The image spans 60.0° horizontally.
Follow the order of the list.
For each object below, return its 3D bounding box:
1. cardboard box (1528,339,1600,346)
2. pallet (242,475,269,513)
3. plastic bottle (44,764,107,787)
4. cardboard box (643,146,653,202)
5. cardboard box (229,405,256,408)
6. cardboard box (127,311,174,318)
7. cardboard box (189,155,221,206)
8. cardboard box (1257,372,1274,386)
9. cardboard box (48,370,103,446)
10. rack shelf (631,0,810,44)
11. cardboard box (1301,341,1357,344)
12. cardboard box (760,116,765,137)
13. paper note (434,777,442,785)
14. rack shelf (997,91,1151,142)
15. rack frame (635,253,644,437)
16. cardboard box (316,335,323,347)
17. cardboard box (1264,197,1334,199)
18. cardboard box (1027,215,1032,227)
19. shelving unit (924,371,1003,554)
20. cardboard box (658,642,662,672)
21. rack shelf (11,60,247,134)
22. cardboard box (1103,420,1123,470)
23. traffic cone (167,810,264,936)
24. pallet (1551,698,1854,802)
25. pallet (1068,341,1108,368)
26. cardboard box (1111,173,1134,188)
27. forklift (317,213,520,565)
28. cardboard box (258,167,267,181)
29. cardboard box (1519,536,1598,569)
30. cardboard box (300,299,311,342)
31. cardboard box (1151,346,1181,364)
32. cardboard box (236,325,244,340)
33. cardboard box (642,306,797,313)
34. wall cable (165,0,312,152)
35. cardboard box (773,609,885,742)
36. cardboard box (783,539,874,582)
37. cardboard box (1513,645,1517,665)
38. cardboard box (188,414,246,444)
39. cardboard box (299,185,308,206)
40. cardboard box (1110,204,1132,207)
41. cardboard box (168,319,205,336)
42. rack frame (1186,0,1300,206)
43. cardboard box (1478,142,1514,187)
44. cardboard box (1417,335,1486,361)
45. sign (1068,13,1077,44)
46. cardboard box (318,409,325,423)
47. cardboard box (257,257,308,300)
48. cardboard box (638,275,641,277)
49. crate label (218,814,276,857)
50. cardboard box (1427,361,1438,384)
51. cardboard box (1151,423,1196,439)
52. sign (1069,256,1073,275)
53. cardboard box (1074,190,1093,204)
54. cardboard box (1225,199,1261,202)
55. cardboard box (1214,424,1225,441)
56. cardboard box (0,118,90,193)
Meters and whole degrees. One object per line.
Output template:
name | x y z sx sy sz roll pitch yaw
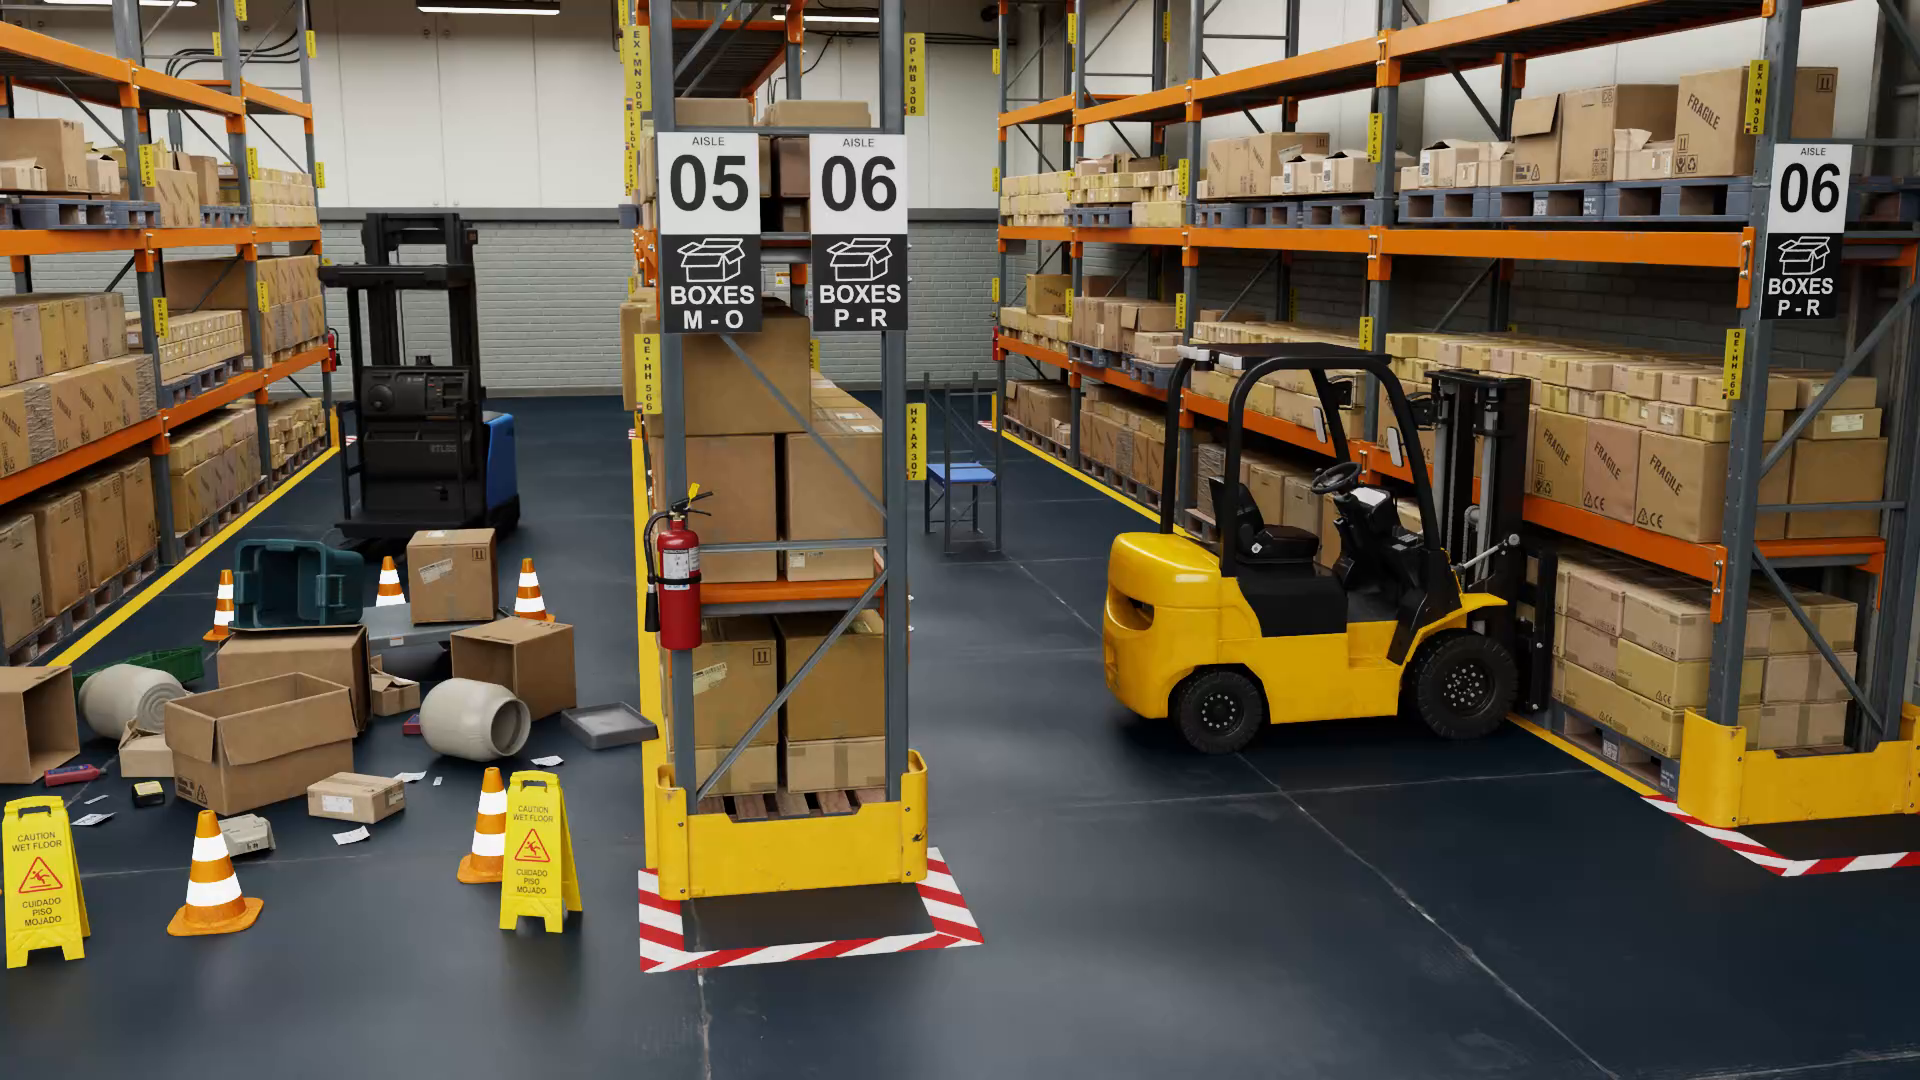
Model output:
cardboard box | 3.906 -1.212 10.744 0.380 0.149 0.250 -2 11 -12
pallet | -7.742 -0.460 17.048 1.003 0.211 1.213 -2 11 -11
plastic bottle | -4.593 1.217 8.640 0.283 0.061 0.133 -6 13 -31
cardboard box | -1.291 -1.787 8.148 0.500 0.250 0.500 -2 11 -9
cardboard box | -8.680 -1.556 20.260 0.380 0.149 0.250 -3 11 -14
cardboard box | -8.270 -2.259 16.998 0.380 0.149 0.250 -2 11 -8
cardboard box | -7.929 -3.628 16.821 0.700 0.500 0.500 -2 11 -11
cardboard box | 2.738 -1.419 13.693 0.500 0.250 0.500 -2 11 -10
cardboard box | -6.470 -0.938 11.835 0.500 0.500 0.500 -2 11 -10
rack shelf | -1.114 -2.929 8.450 1.077 0.370 4.000 -2 11 -11
cardboard box | 2.836 -1.444 12.759 0.380 0.149 0.250 -2 11 -13
cardboard box | -0.765 -1.969 8.035 0.380 0.149 0.250 -2 11 -11
paper note | -2.704 1.248 8.613 0.032 0.001 0.123 -2 11 -11
rack shelf | 1.420 -5.311 20.966 1.077 0.370 4.000 -2 11 -11
rack frame | -3.837 -2.905 22.434 1.000 3.000 0.127 -2 11 -11
cardboard box | -8.332 -2.533 21.154 0.380 0.149 0.250 -2 11 -11
cardboard box | 2.979 -3.150 14.713 0.500 0.250 0.500 -2 11 -11
cardboard box | 1.068 -4.084 21.282 0.380 0.149 0.250 -2 11 -11
shelving unit | 0.017 -0.721 14.974 0.538 1.500 1.048 -2 11 -11
cardboard box | -1.538 0.656 9.956 0.500 0.250 0.500 -1 11 -8
rack shelf | -7.506 -4.003 15.153 1.077 0.370 4.000 -2 11 -11
cardboard box | 1.888 -1.045 18.224 0.500 0.500 0.500 -2 11 -13
traffic cone | -3.097 1.347 6.882 0.336 0.463 0.334 -2 11 -11
pallet | 3.953 1.080 8.958 1.003 0.211 1.213 -2 11 -11
pallet | 1.857 -2.107 18.759 1.003 0.211 1.213 -2 11 -11
cardboard box | 1.794 -3.753 17.354 0.380 0.149 0.250 -2 11 -11
forklift | -4.739 -1.315 14.267 1.130 2.935 3.031 0 11 0
cardboard box | -7.845 -4.020 18.272 0.380 0.149 0.250 -2 11 -13
cardboard box | 3.443 0.150 9.942 0.500 0.250 0.500 -2 11 -12
cardboard box | -8.130 -2.641 19.986 0.500 0.500 0.500 -2 11 -11
cardboard box | 2.083 -1.808 16.221 0.380 0.149 0.250 -2 11 -10
cardboard box | -7.624 -2.136 17.147 0.380 0.149 0.250 -2 11 -9
cardboard box | -1.130 -0.835 7.826 0.700 0.500 0.500 -2 11 -10
wall cable | -11.277 -8.234 25.786 2.277 5.999 0.120 -2 11 -11
cardboard box | -0.616 0.644 8.017 0.500 0.500 0.500 -3 11 -13
cardboard box | -0.588 0.084 7.407 0.380 0.149 0.250 -2 11 -11
cardboard box | 3.443 0.640 10.040 0.500 0.250 0.500 -2 11 -9
cardboard box | -7.415 -1.097 16.494 0.500 0.250 0.500 -2 11 -8
cardboard box | -8.233 -4.182 20.190 0.500 0.250 0.500 -2 11 -13
cardboard box | 1.990 -4.001 19.780 0.500 0.250 0.500 -2 11 -12
cardboard box | -7.319 -1.993 15.600 0.380 0.149 0.250 -2 11 -12
rack frame | 2.587 -4.566 15.116 1.000 3.000 0.127 -2 11 -11
cardboard box | 3.356 -2.265 10.018 0.396 0.266 0.258 -2 11 -12
cardboard box | 3.293 -1.285 11.130 0.380 0.149 0.250 -2 11 -10
sign | 1.273 -5.781 18.790 0.100 0.325 0.005 -2 11 -11
cardboard box | -8.290 -1.571 21.137 0.380 0.149 0.250 -2 11 -13
cardboard box | -8.132 -3.130 19.879 0.500 0.500 0.500 -2 11 -8
cardboard box | -3.130 -2.528 17.513 0.500 0.500 0.500 -2 11 -11
crate label | -3.311 1.365 7.658 0.250 0.136 0.298 -9 14 -40
cardboard box | 3.299 -1.090 10.901 0.380 0.149 0.250 -2 11 -11
cardboard box | 2.151 -1.096 16.758 0.380 0.149 0.250 -2 11 -13
sign | 1.579 -3.826 23.335 0.100 0.325 0.005 -2 11 -11
cardboard box | 1.493 -3.840 18.606 0.380 0.149 0.250 -2 11 -10
cardboard box | 2.718 -3.336 16.015 0.380 0.149 0.250 -2 11 -11
cardboard box | 2.766 -1.072 16.634 0.380 0.149 0.250 -2 11 -9
cardboard box | -6.504 -2.708 11.722 0.500 0.500 0.500 -2 11 -11
